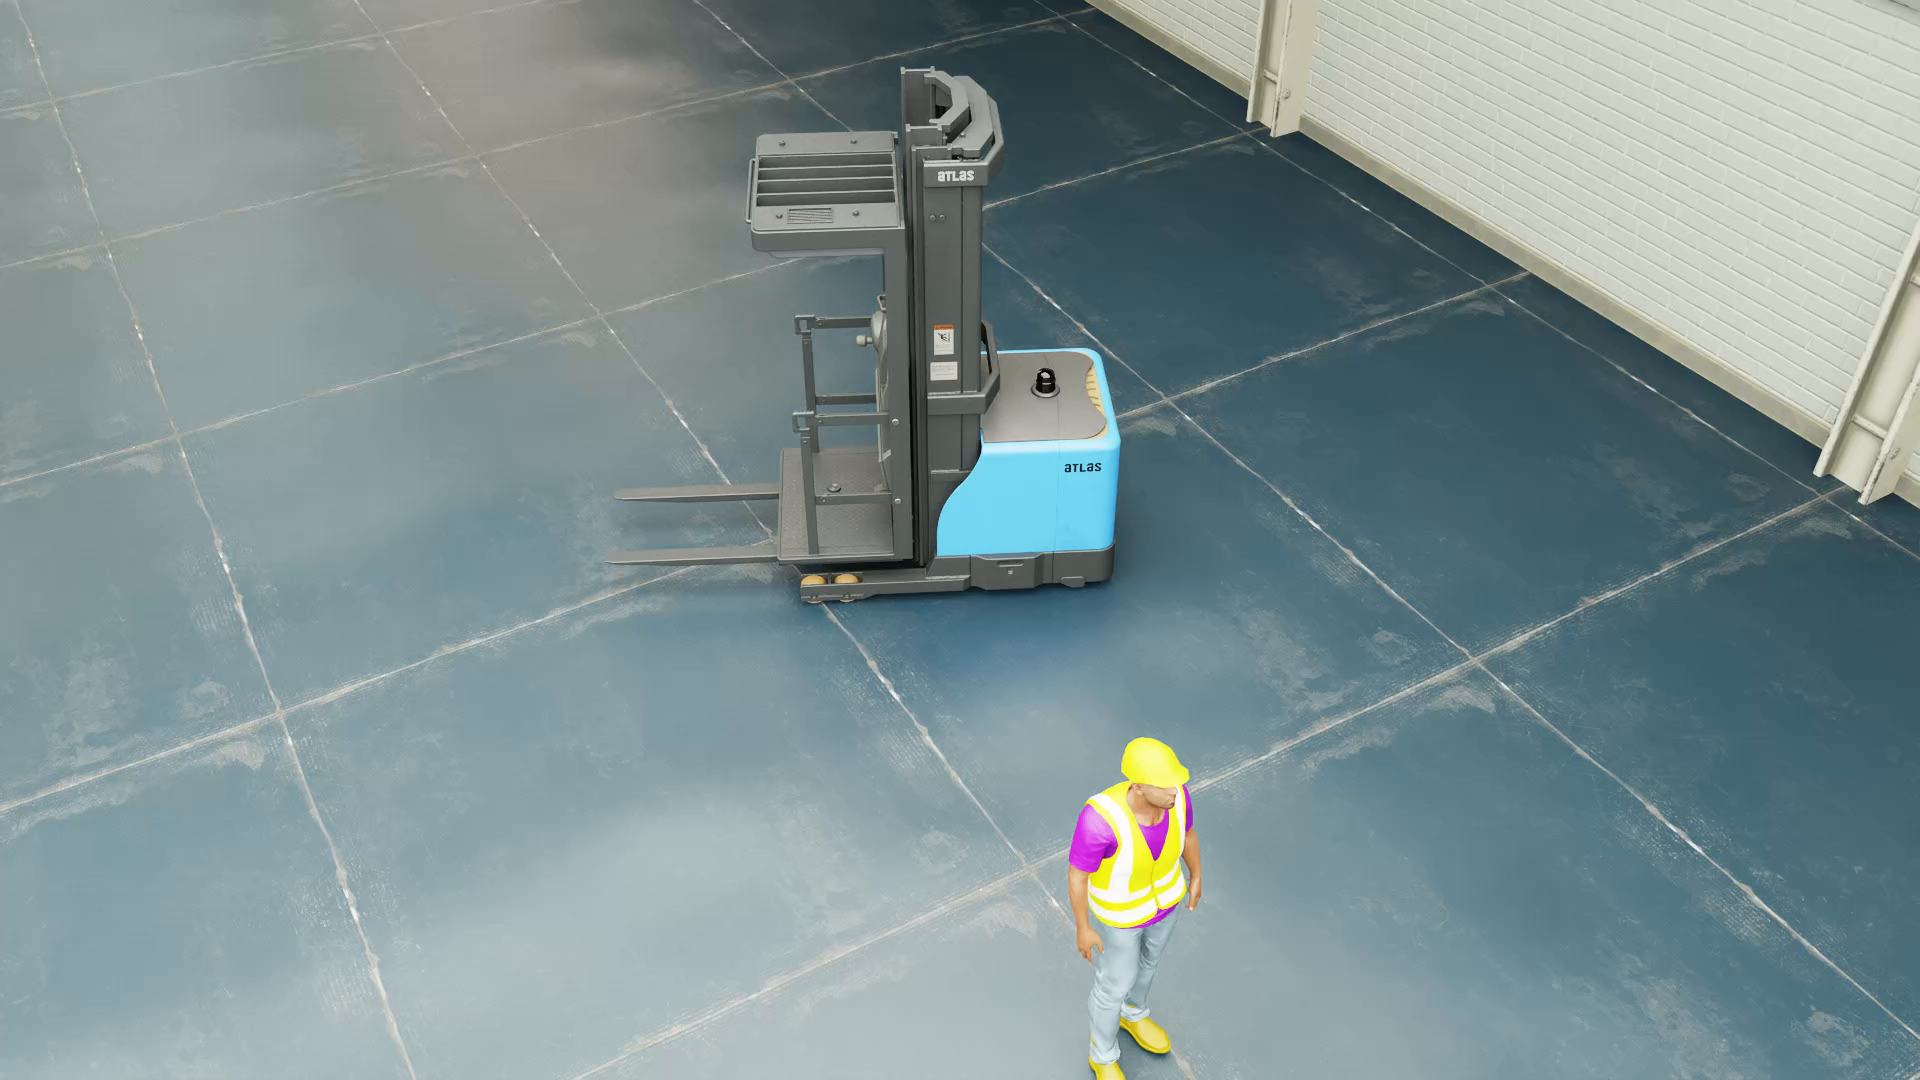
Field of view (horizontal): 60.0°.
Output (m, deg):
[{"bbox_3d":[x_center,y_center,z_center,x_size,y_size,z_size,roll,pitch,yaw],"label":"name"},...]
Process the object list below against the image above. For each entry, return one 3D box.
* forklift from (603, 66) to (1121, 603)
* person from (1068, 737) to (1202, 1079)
[{"bbox_3d":[-0.618,-1.103,9.366,3.031,2.935,1.130,-2,40,-3],"label":"forklift"},{"bbox_3d":[0.793,1.577,7.041,0.666,1.758,0.578,-23,45,-25],"label":"person"}]
